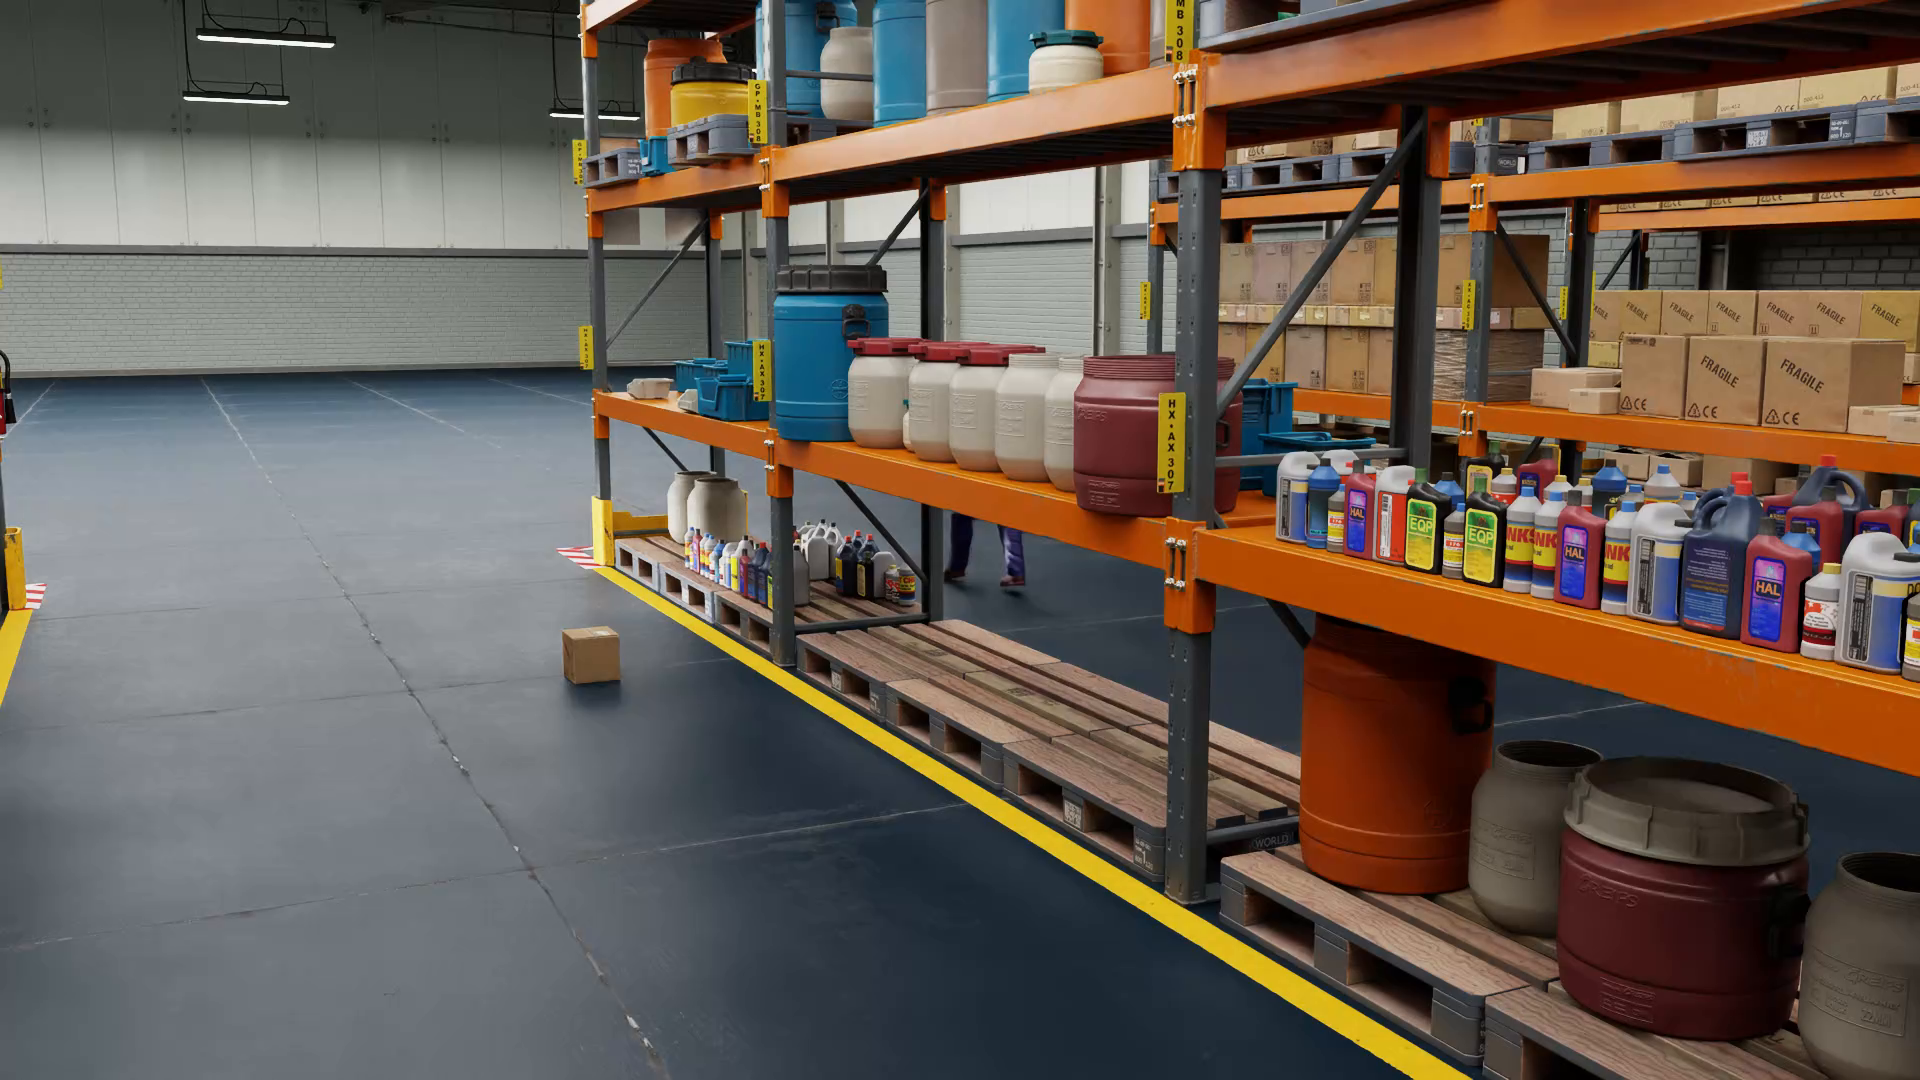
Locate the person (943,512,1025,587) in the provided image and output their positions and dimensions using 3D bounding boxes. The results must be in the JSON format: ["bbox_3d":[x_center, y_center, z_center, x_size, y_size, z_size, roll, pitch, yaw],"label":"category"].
[{"bbox_3d":[0.173,-0.485,11.628,0.497,1.588,0.948,-4,9,-23],"label":"person"}]
